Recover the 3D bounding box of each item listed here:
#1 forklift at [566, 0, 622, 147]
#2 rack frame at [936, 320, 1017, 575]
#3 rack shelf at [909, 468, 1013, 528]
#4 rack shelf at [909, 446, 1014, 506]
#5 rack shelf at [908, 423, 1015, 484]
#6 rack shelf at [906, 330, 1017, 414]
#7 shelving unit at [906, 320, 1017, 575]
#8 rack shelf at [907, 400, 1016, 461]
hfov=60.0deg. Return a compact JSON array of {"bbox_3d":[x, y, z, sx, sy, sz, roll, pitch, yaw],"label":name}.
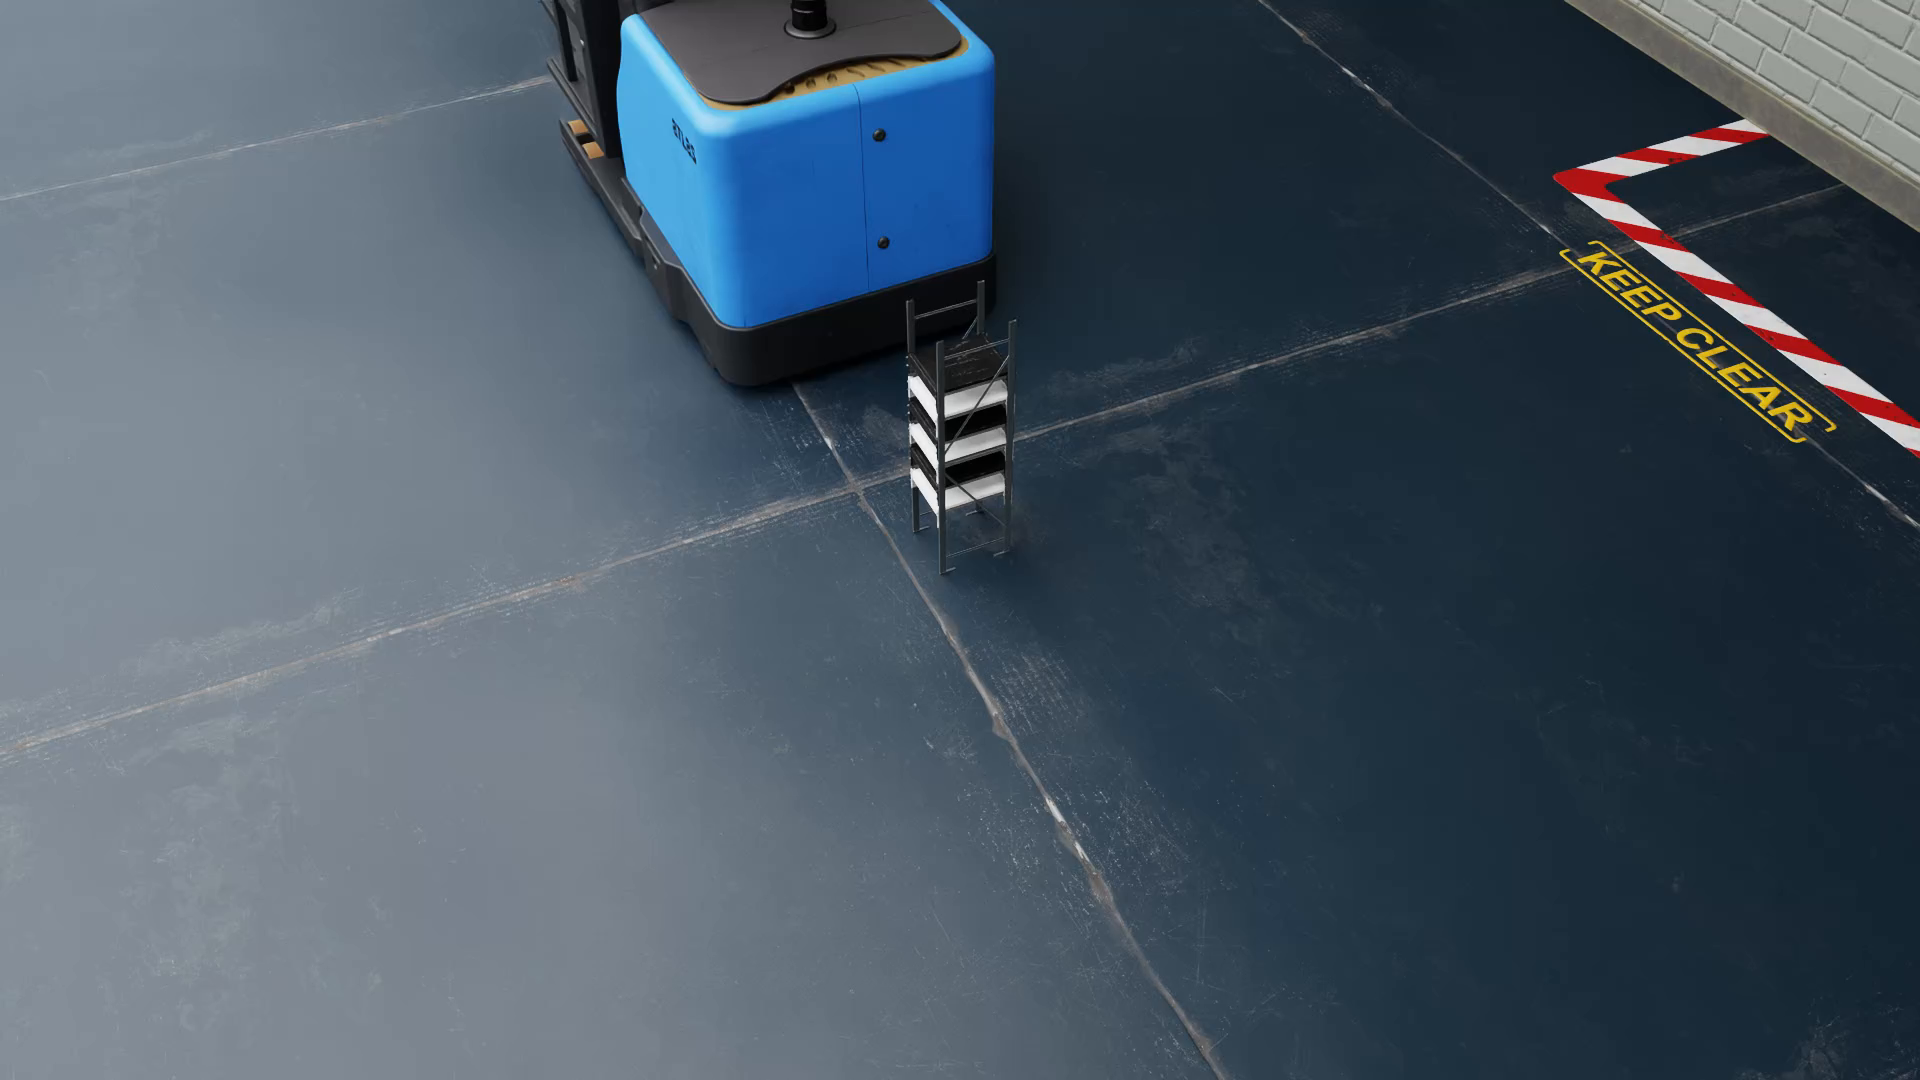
[{"bbox_3d":[-0.975,-2.608,5.806,1.121,2.935,3.031,-19,48,-19],"label":"forklift"},{"bbox_3d":[0.046,-0.250,4.863,0.240,0.900,0.006,-18,47,-17],"label":"rack frame"},{"bbox_3d":[-1.300,-6.738,11.883,6.000,0.275,18.464,-18,47,-17],"label":"rack shelf"},{"bbox_3d":[0.003,-0.227,5.015,0.258,0.077,0.200,-18,47,-17],"label":"rack shelf"},{"bbox_3d":[0.003,-0.291,4.952,0.258,0.077,0.200,-18,47,-17],"label":"rack shelf"},{"bbox_3d":[0.003,-0.484,4.762,0.258,0.077,0.200,-18,47,-17],"label":"rack shelf"},{"bbox_3d":[-1.299,-6.959,11.662,6.000,0.900,18.469,-18,47,-17],"label":"shelving unit"},{"bbox_3d":[0.003,-0.355,4.889,0.258,0.077,0.200,-18,47,-17],"label":"rack shelf"}]
